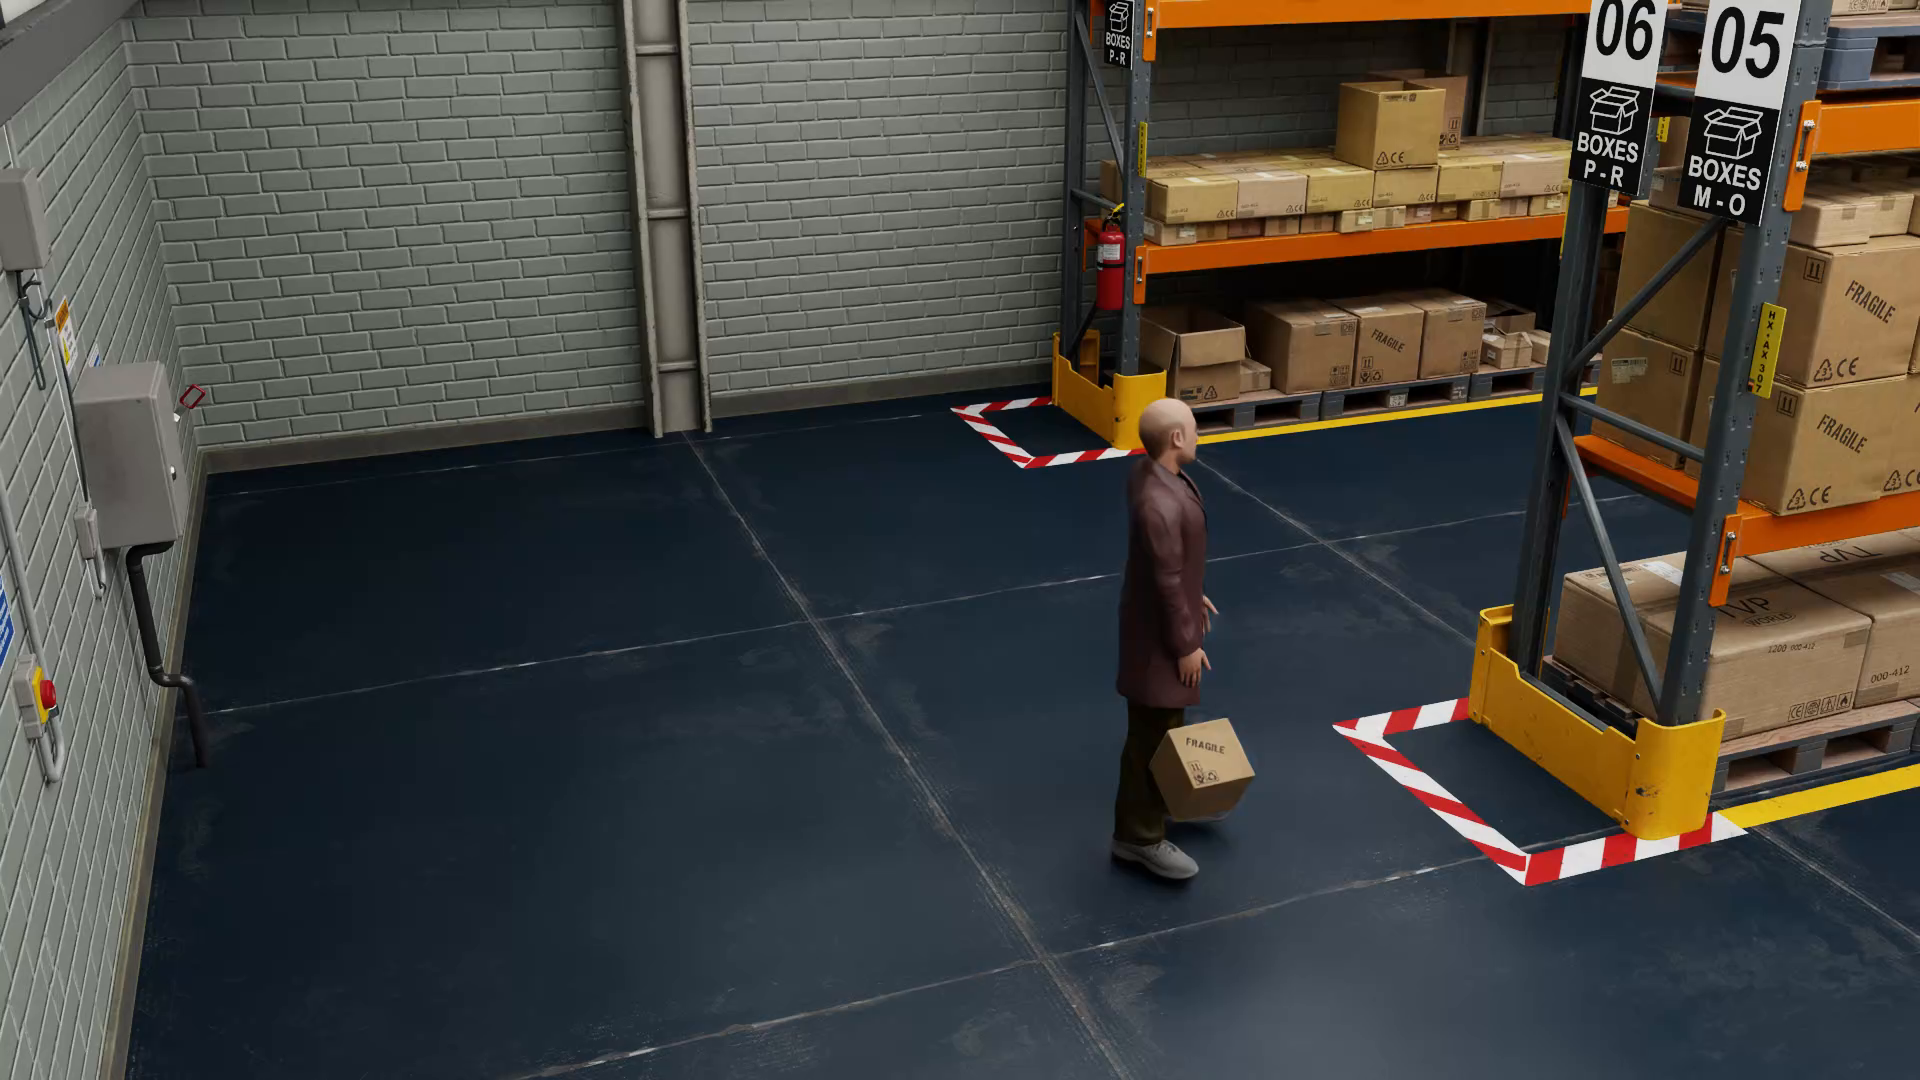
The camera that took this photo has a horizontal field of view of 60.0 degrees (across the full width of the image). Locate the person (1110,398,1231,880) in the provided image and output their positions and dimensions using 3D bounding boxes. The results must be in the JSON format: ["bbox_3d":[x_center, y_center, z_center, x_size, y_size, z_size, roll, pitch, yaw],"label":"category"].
[{"bbox_3d":[0.826,0.347,6.192,0.480,1.785,0.618,2,22,4],"label":"person"}]
